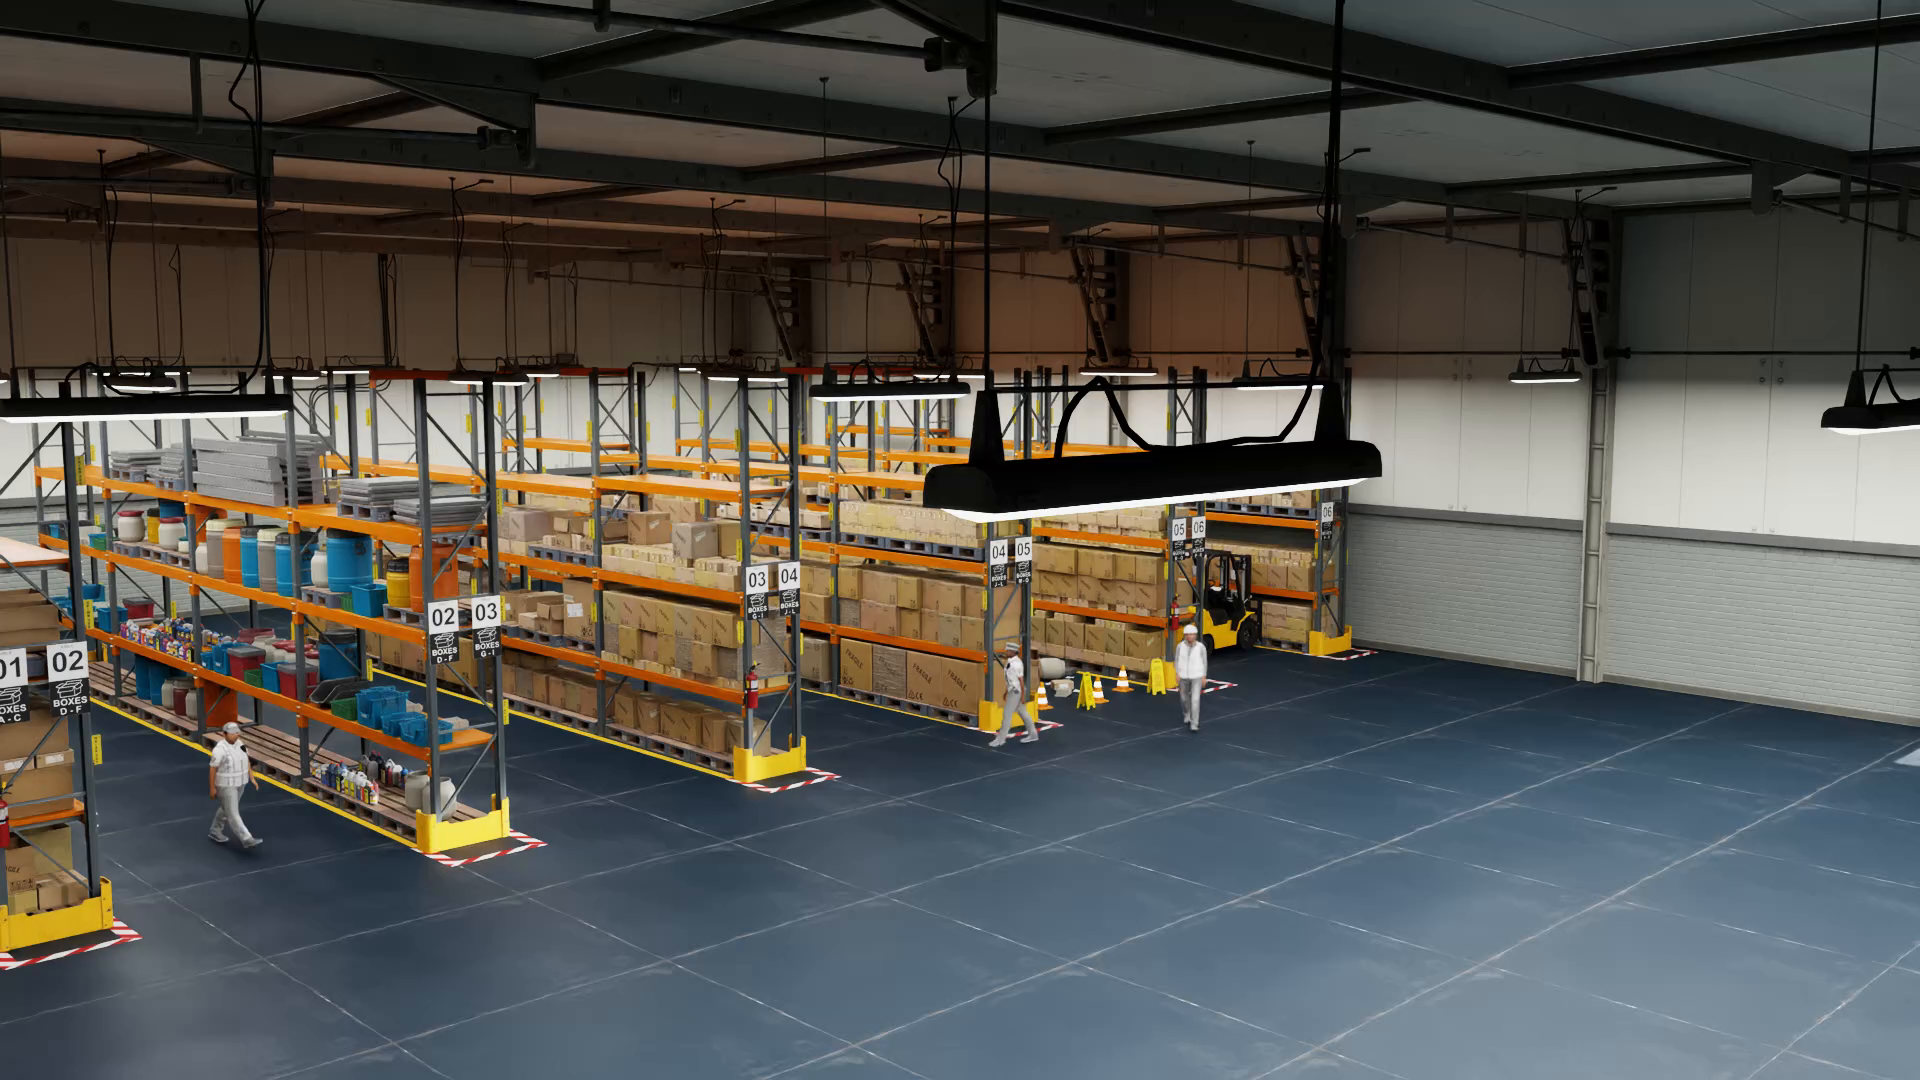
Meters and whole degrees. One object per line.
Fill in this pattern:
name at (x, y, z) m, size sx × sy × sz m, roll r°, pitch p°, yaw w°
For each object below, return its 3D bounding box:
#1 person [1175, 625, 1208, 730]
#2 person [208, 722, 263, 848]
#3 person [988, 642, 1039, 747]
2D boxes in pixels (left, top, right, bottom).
person at (3.894, 2.297, 28.060) m, size 0.536 × 1.760 × 0.836 m, roll 3°, pitch 7°, yaw 23°
person at (-9.246, 3.119, 21.238) m, size 1.031 × 1.601 × 0.529 m, roll 2°, pitch 7°, yaw 16°
person at (0.867, 2.478, 26.880) m, size 0.821 × 1.635 × 0.516 m, roll 0°, pitch 6°, yaw 0°
